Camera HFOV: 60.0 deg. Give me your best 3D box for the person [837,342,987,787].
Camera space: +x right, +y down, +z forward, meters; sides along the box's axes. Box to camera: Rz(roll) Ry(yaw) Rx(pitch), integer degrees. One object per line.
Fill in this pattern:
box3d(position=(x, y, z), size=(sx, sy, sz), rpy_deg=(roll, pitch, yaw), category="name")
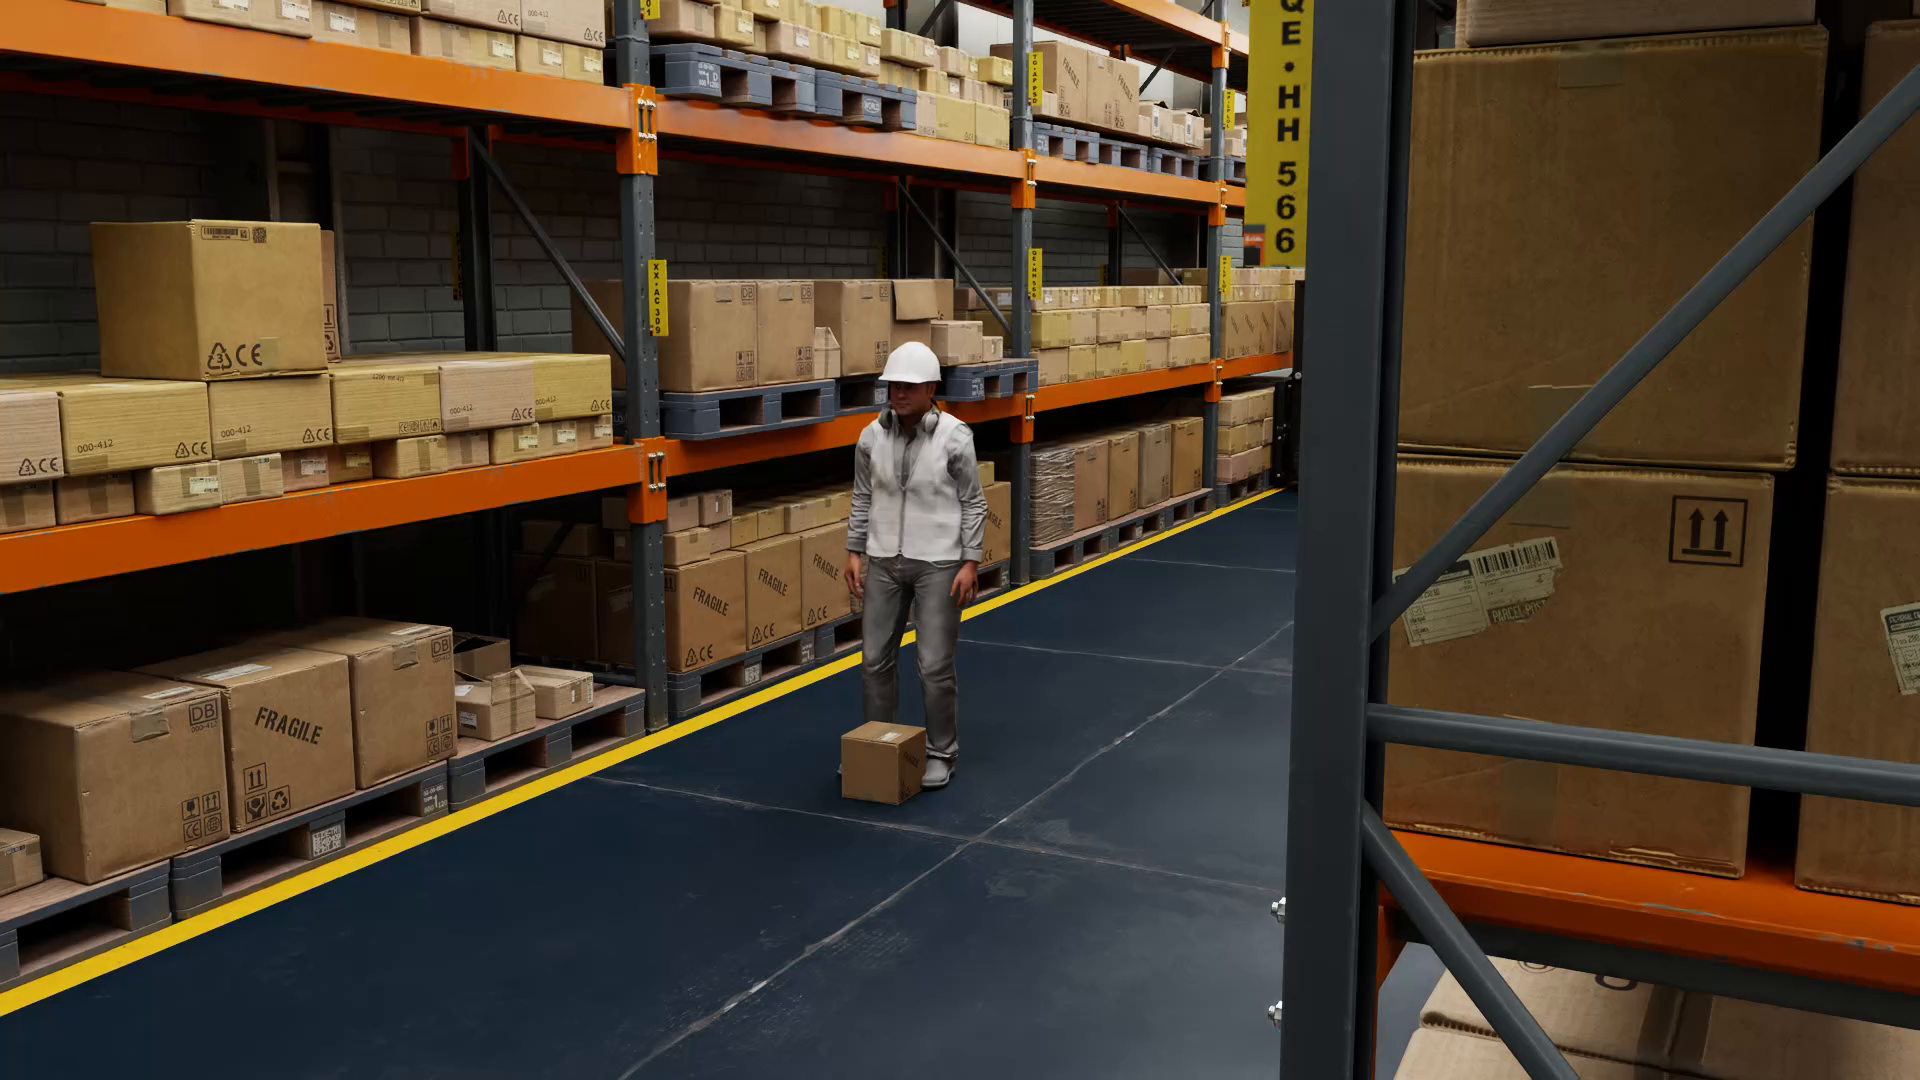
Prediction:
box3d(position=(-0.184, 0.092, 6.692), size=(0.593, 1.773, 0.457), rpy_deg=(4, 10, 23), category="person")
